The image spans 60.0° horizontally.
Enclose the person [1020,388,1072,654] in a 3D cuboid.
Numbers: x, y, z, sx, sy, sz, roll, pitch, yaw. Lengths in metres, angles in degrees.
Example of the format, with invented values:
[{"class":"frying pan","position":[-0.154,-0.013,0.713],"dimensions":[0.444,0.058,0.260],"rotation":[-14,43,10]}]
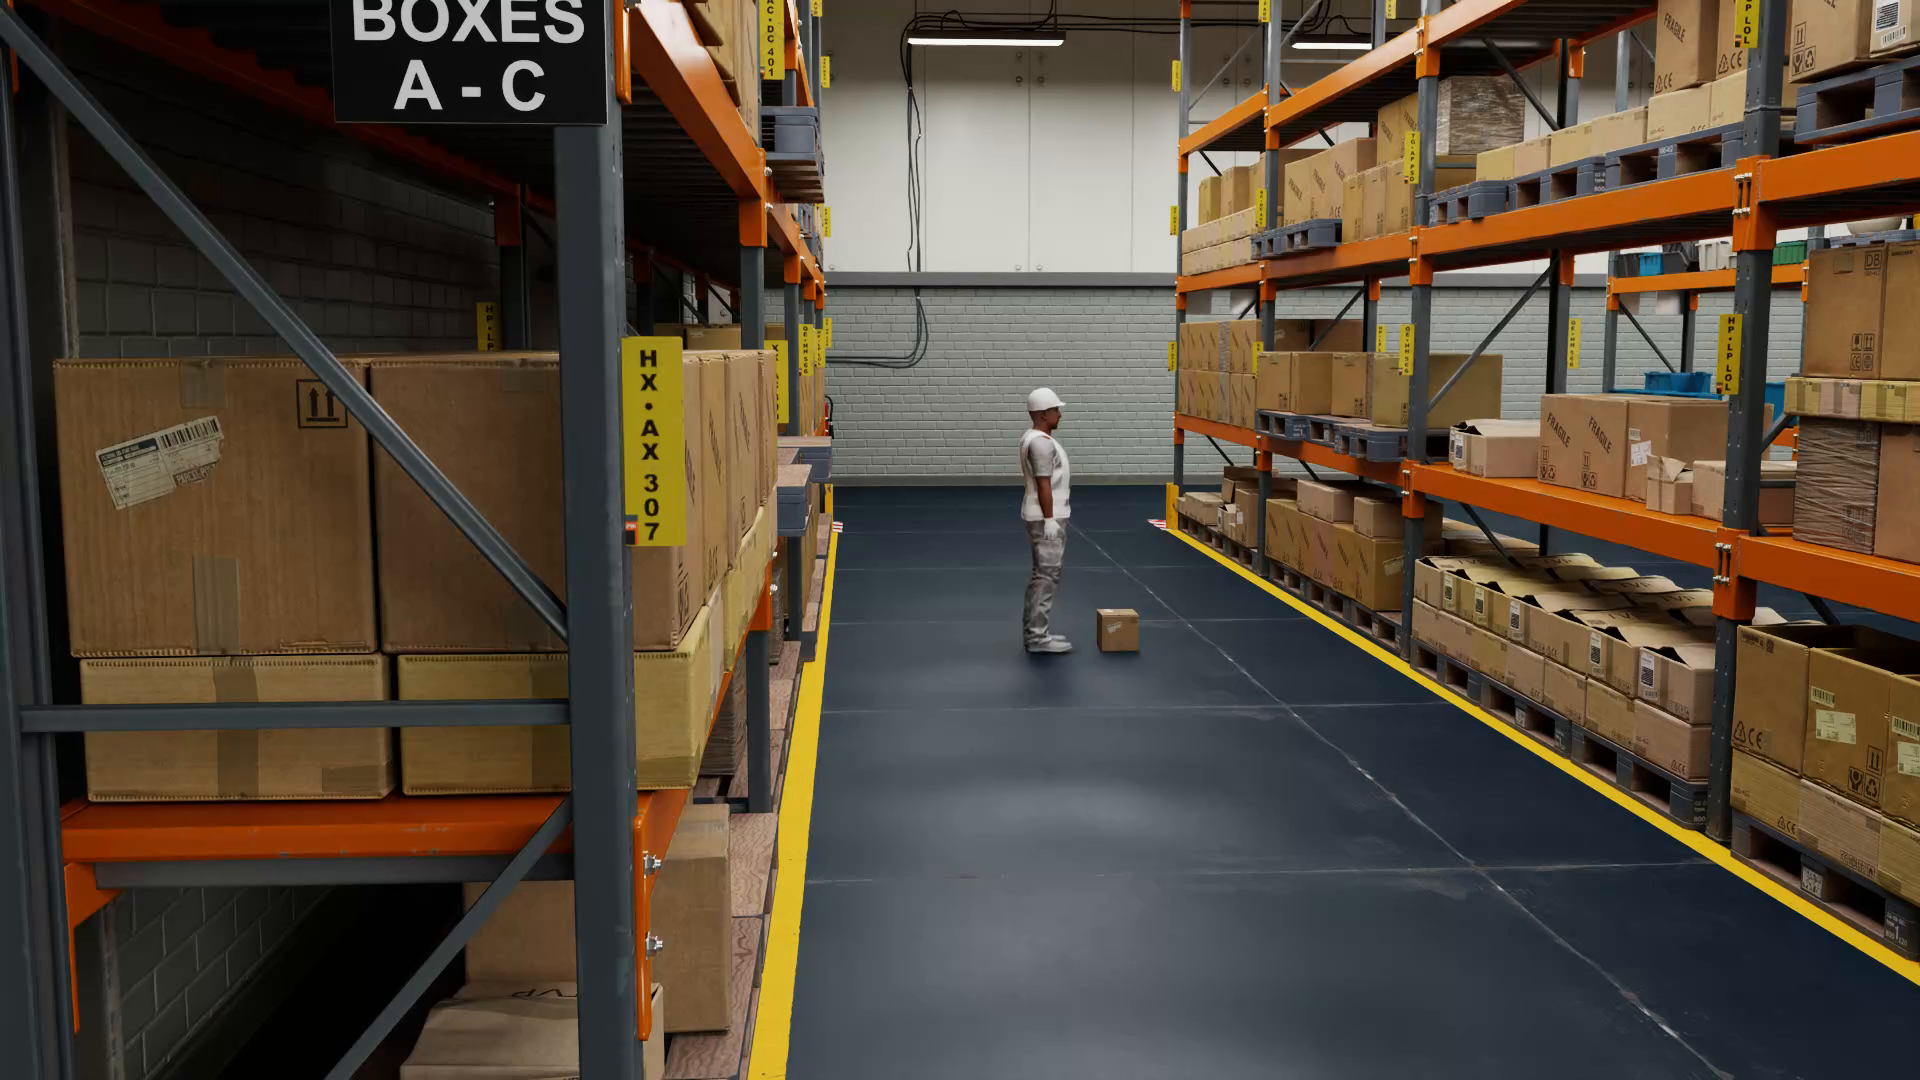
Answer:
[{"class":"person","position":[0.581,-0.139,11.327],"dimensions":[0.352,1.782,0.544],"rotation":[0,7,-2]}]
